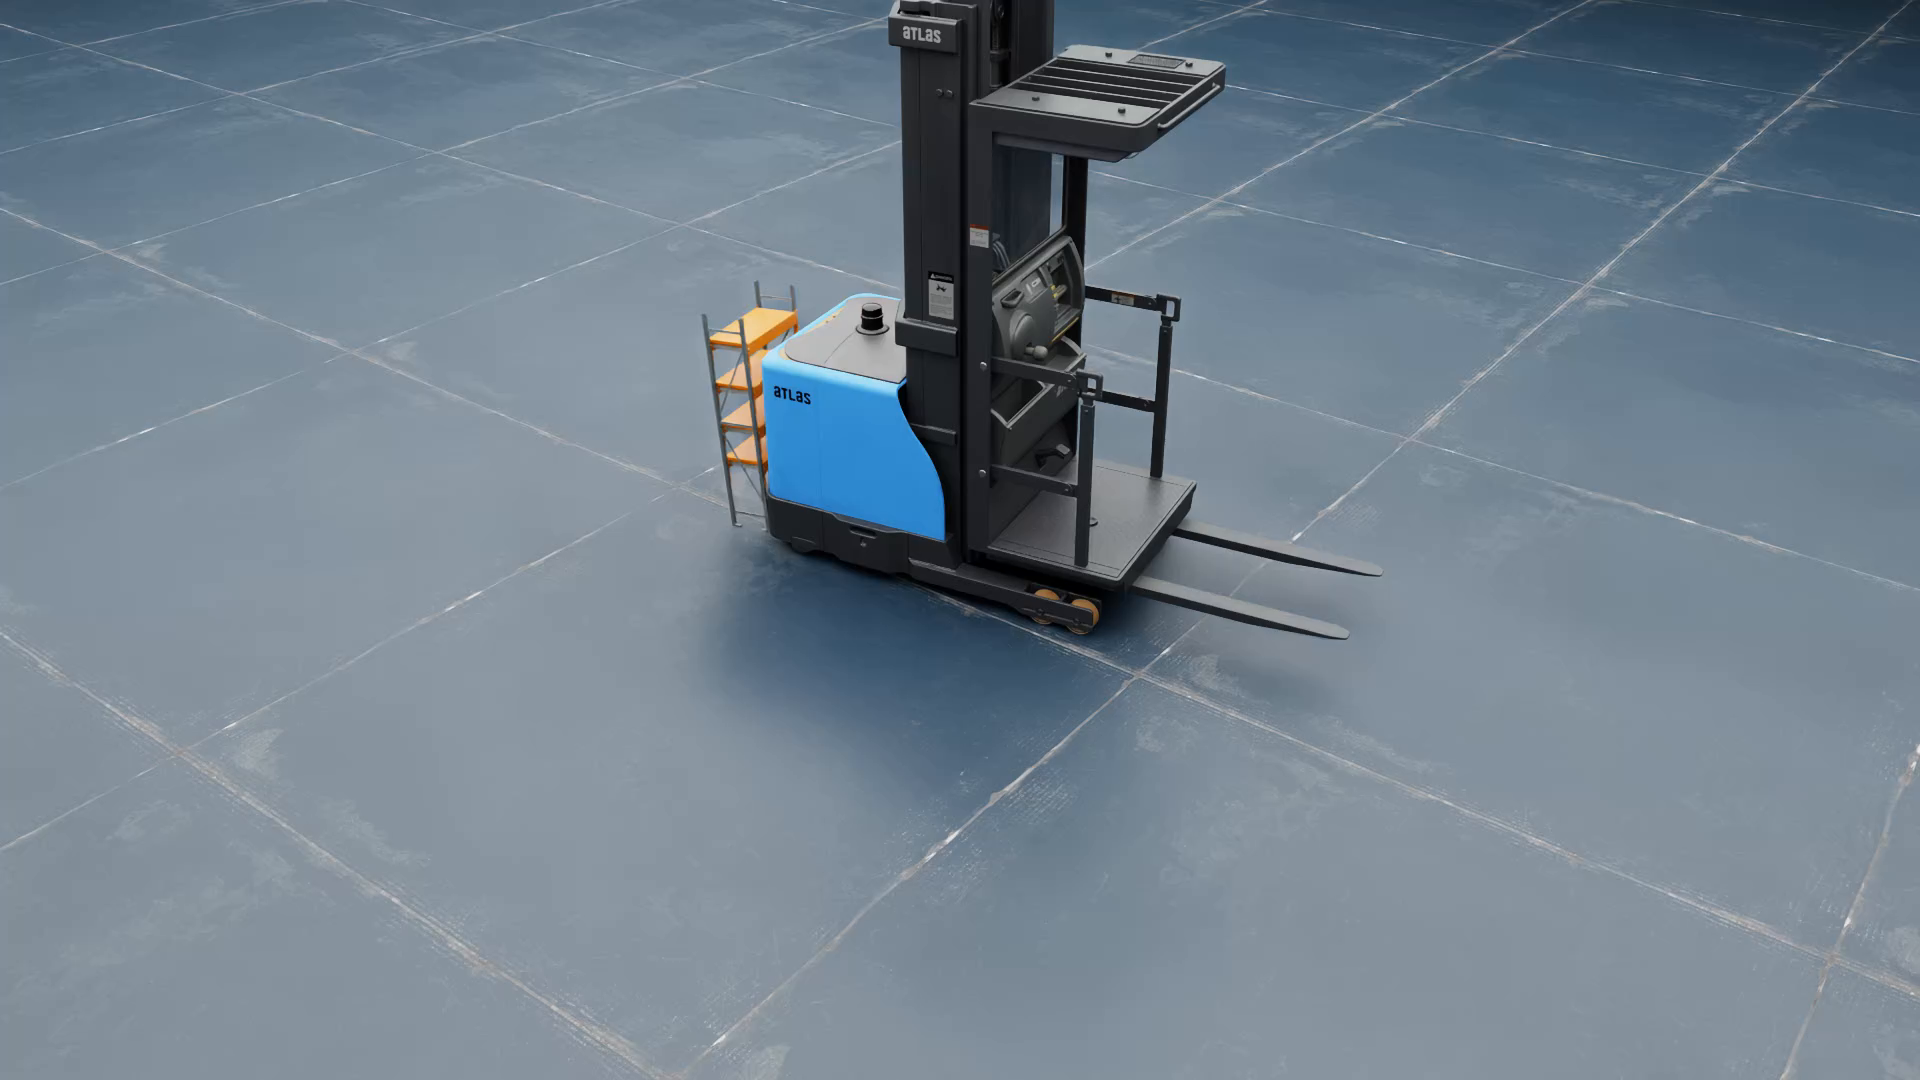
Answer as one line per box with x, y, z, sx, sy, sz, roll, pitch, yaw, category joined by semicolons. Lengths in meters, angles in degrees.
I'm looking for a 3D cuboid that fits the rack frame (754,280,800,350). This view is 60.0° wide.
-0.928;-0.810;8.924;0.240;1.200;0.015;10;32;25;rack frame

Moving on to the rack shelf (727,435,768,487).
-1.019;-0.466;8.863;0.258;0.148;0.480;10;32;25;rack shelf

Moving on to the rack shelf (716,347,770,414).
-1.046;-0.836;8.660;0.258;0.148;0.480;10;32;25;rack shelf

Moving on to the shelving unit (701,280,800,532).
-1.036;-0.699;8.735;0.258;1.200;0.503;10;32;25;shelving unit

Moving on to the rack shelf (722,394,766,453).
-1.032;-0.640;8.768;0.258;0.148;0.480;10;32;25;rack shelf

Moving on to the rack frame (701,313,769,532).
-1.144;-0.587;8.547;0.240;1.200;0.015;10;32;25;rack frame

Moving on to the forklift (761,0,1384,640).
0.556;-1.118;7.762;3.031;2.935;1.130;14;34;23;forklift

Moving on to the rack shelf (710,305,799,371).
-1.061;-1.042;8.546;0.258;0.148;0.480;10;32;25;rack shelf
